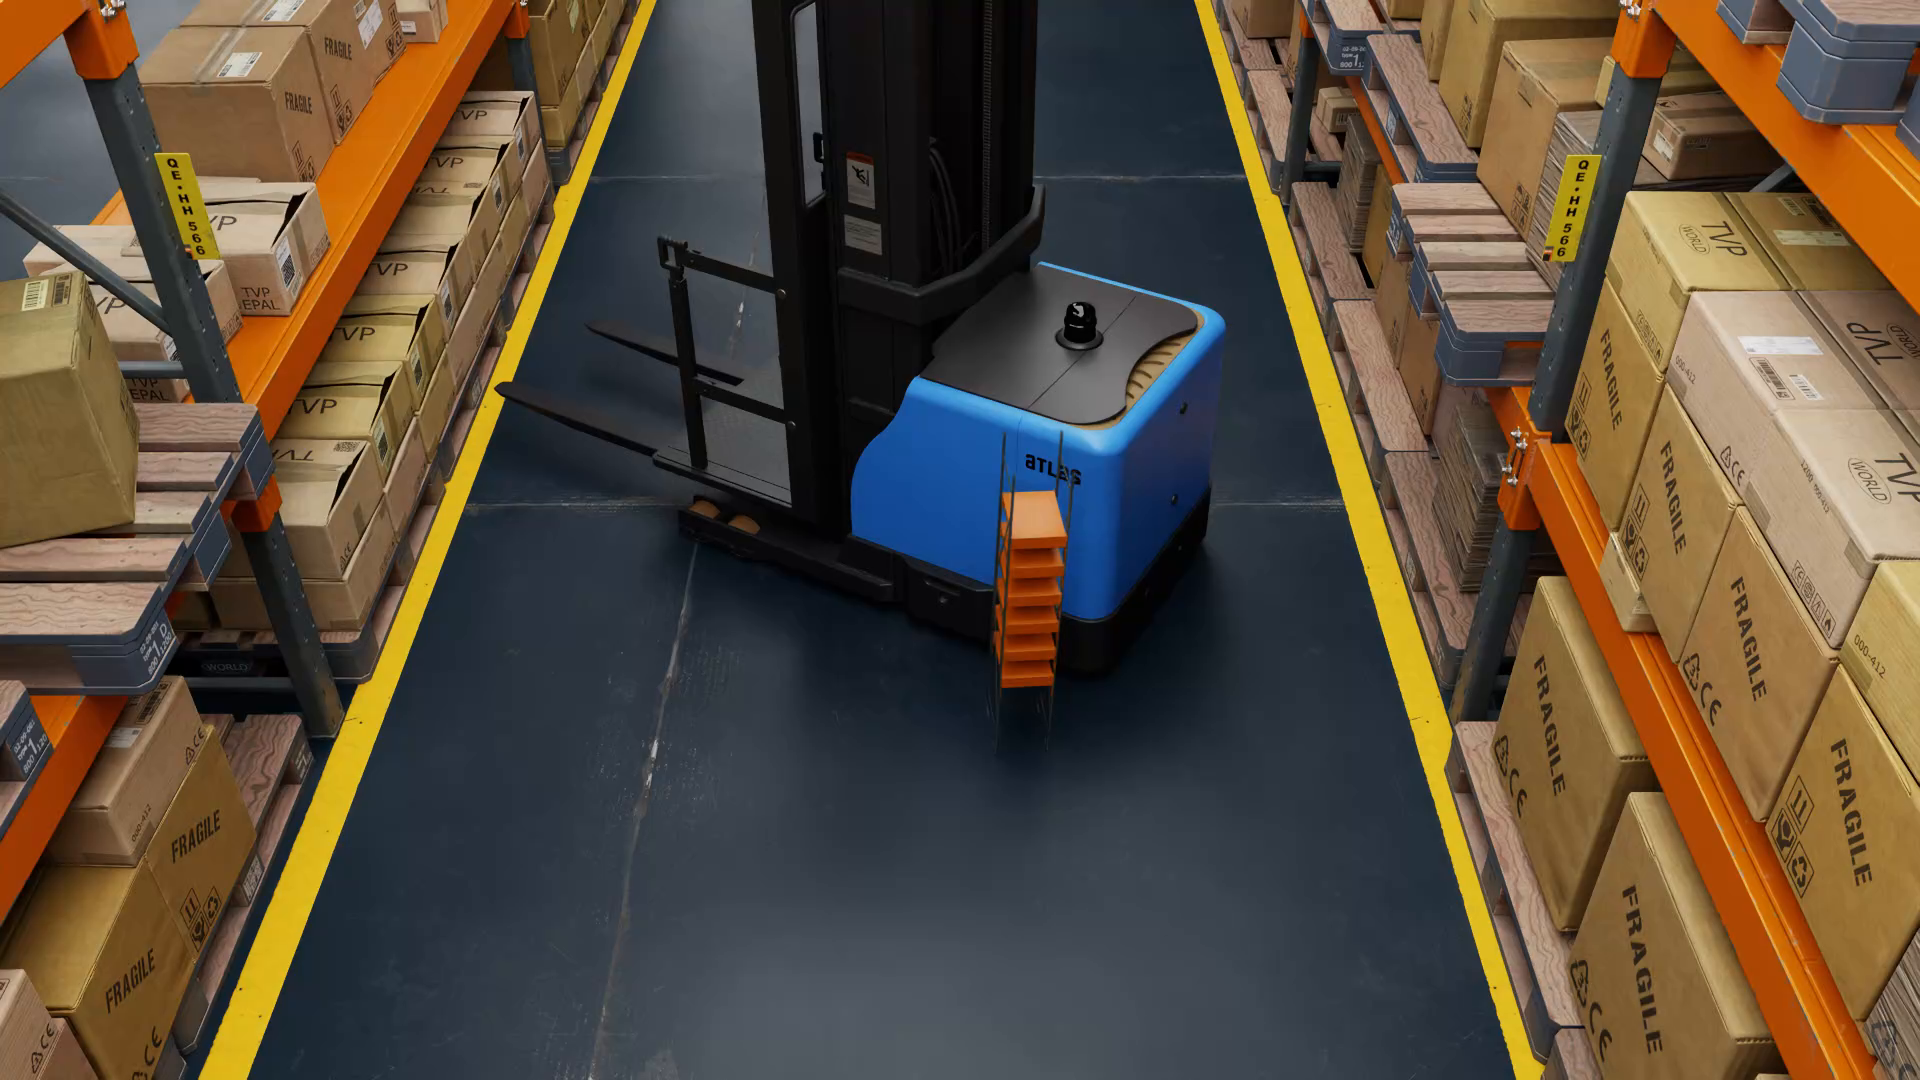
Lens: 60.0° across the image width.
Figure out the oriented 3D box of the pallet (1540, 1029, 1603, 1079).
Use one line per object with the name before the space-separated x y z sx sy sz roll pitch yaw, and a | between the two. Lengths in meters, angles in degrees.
pallet | 2.175 1.834 4.292 1.003 0.211 1.213 0 39 0

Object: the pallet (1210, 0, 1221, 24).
pallet | 2.207 -3.867 11.407 1.003 0.211 1.213 0 39 0

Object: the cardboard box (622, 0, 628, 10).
cardboard box | -2.401 -3.635 10.751 0.500 0.250 0.500 0 39 0

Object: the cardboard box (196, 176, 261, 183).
cardboard box | -2.761 -1.202 6.052 0.380 0.149 0.250 3 39 3

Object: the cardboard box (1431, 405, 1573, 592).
cardboard box | 2.198 -0.155 6.191 0.700 0.500 0.500 0 39 1

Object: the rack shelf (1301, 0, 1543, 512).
rack shelf | 2.249 -1.478 6.771 1.077 0.370 4.000 0 39 0

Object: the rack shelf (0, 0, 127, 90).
rack shelf | -2.701 -0.141 2.704 1.077 0.370 4.000 0 39 0

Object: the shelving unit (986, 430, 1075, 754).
shelving unit | 0.222 0.199 5.537 0.189 1.200 0.258 -2 39 -6

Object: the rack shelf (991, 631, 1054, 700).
rack shelf | 0.212 0.421 5.714 0.180 0.103 0.258 -2 39 -6

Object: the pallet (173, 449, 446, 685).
pallet | -2.665 0.071 6.492 1.003 0.211 1.213 0 39 0

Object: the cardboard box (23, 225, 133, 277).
cardboard box | -2.980 -0.966 5.758 0.380 0.149 0.250 0 39 0

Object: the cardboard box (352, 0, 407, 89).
cardboard box | -2.722 -2.233 7.058 0.500 0.500 0.500 3 39 3

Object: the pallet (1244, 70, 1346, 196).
pallet | 2.210 -2.341 9.503 1.003 0.211 1.213 0 39 0

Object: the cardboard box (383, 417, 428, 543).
cardboard box | -2.411 -0.235 6.508 0.500 0.250 0.500 -1 39 -1

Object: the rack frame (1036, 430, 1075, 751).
rack frame | 0.313 0.195 5.548 0.006 1.200 0.240 -2 39 -6

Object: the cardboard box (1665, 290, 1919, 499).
cardboard box | 1.995 -0.343 3.846 0.500 0.250 0.500 -1 39 -1

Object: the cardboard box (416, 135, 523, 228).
cardboard box | -2.413 -1.735 7.931 0.500 0.311 0.500 1 39 1

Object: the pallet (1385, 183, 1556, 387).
pallet | 2.144 -0.879 5.601 1.213 0.211 1.003 0 39 0

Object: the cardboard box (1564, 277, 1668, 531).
cardboard box | 1.996 -0.367 4.475 0.500 0.500 0.500 1 39 1

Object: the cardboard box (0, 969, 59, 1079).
cardboard box | -2.457 1.269 3.816 0.500 0.250 0.500 -1 39 -1

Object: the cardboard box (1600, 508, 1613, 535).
cardboard box | 2.011 -0.054 4.604 0.380 0.149 0.250 0 39 1

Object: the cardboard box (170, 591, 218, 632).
cardboard box | -2.947 0.078 6.117 0.500 0.250 0.500 1 39 1

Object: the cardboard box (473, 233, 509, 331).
cardboard box | -2.417 -1.199 7.711 0.500 0.250 0.500 1 39 1

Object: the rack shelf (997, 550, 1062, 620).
rack shelf | 0.225 0.140 5.490 0.180 0.103 0.258 -2 39 -6

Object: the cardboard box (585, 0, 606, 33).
cardboard box | -2.396 -3.303 9.736 0.500 0.500 0.500 0 39 0

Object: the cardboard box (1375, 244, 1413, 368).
cardboard box | 2.275 -1.103 7.375 0.700 0.500 0.500 0 39 0

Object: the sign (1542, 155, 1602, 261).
sign | 1.708 -0.923 4.640 0.100 0.325 0.005 0 39 0

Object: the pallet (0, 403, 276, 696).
pallet | -2.632 -0.003 4.509 1.213 0.211 1.003 0 39 0

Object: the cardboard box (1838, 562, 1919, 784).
cardboard box | 2.006 0.289 3.058 0.500 0.250 0.500 -1 39 -1

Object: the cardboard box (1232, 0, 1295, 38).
cardboard box | 2.104 -3.459 10.315 0.700 0.500 0.500 -2 39 -3

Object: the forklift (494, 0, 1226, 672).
forklift | -0.547 -1.340 6.078 3.031 2.935 1.130 20 43 23

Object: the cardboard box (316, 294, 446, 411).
cardboard box | -2.417 -0.787 6.748 0.500 0.311 0.500 -1 39 -1

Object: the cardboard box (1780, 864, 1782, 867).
cardboard box | 2.032 0.747 3.604 0.380 0.149 0.250 0 39 0

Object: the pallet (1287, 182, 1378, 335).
pallet | 2.249 -1.434 8.371 1.003 0.211 1.213 0 39 0

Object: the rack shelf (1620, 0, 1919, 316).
rack shelf | 2.253 -0.147 2.712 1.077 0.370 4.000 0 39 0

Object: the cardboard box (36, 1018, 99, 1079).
cardboard box | -2.460 1.538 4.079 0.500 0.500 0.500 -1 39 -2

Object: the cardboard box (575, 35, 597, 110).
cardboard box | -2.400 -2.697 9.580 0.500 0.250 0.500 0 39 0

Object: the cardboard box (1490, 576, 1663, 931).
cardboard box | 2.121 0.627 4.952 0.750 0.750 0.750 -1 39 -1

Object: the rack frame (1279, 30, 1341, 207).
rack frame | 2.246 -3.009 8.107 1.000 3.000 0.127 0 39 0

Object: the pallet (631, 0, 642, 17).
pallet | -2.669 -3.939 11.496 1.003 0.211 1.213 0 39 0

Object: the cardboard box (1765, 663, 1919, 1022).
cardboard box | 1.995 0.596 3.273 0.500 0.500 0.500 1 39 1

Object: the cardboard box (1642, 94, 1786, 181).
cardboard box | 2.220 -1.188 4.883 0.380 0.149 0.250 -5 39 -6

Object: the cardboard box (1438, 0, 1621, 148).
cardboard box | 2.217 -1.792 6.155 0.700 0.500 0.500 0 39 0
